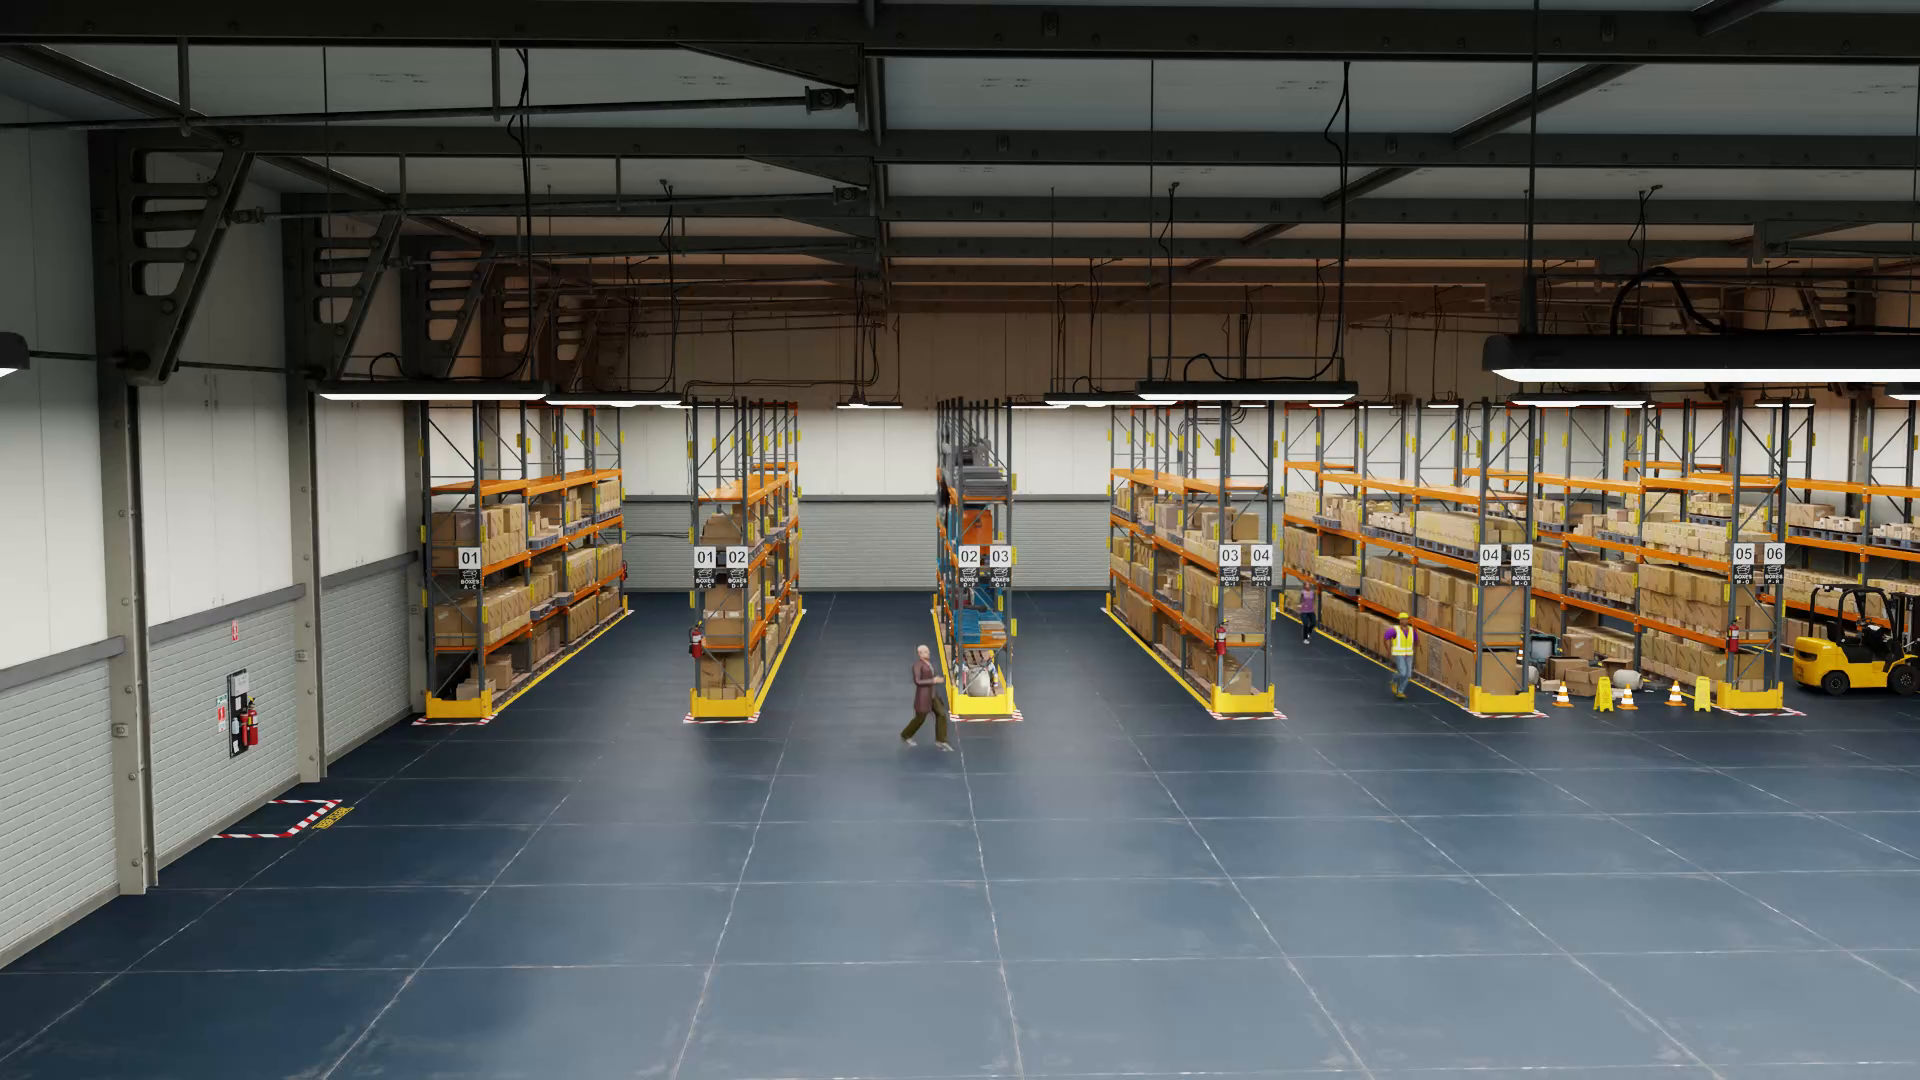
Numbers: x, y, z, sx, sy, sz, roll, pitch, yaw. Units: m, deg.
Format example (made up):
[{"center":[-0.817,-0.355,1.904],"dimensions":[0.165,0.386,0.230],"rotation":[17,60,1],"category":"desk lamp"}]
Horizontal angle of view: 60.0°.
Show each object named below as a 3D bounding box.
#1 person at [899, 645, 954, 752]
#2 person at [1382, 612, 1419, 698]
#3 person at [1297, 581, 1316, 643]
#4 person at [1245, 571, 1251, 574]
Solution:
[{"center":[-0.564,2.675,28.128],"dimensions":[0.973,1.811,0.729],"rotation":[3,5,31],"category":"person"},{"center":[8.830,2.303,33.087],"dimensions":[0.691,1.721,0.586],"rotation":[-1,4,-11],"category":"person"},{"center":[8.571,1.779,40.924],"dimensions":[0.526,1.556,0.536],"rotation":[-1,4,-7],"category":"person"},{"center":[7.984,1.196,47.773],"dimensions":[0.752,1.705,0.612],"rotation":[2,5,25],"category":"person"}]
